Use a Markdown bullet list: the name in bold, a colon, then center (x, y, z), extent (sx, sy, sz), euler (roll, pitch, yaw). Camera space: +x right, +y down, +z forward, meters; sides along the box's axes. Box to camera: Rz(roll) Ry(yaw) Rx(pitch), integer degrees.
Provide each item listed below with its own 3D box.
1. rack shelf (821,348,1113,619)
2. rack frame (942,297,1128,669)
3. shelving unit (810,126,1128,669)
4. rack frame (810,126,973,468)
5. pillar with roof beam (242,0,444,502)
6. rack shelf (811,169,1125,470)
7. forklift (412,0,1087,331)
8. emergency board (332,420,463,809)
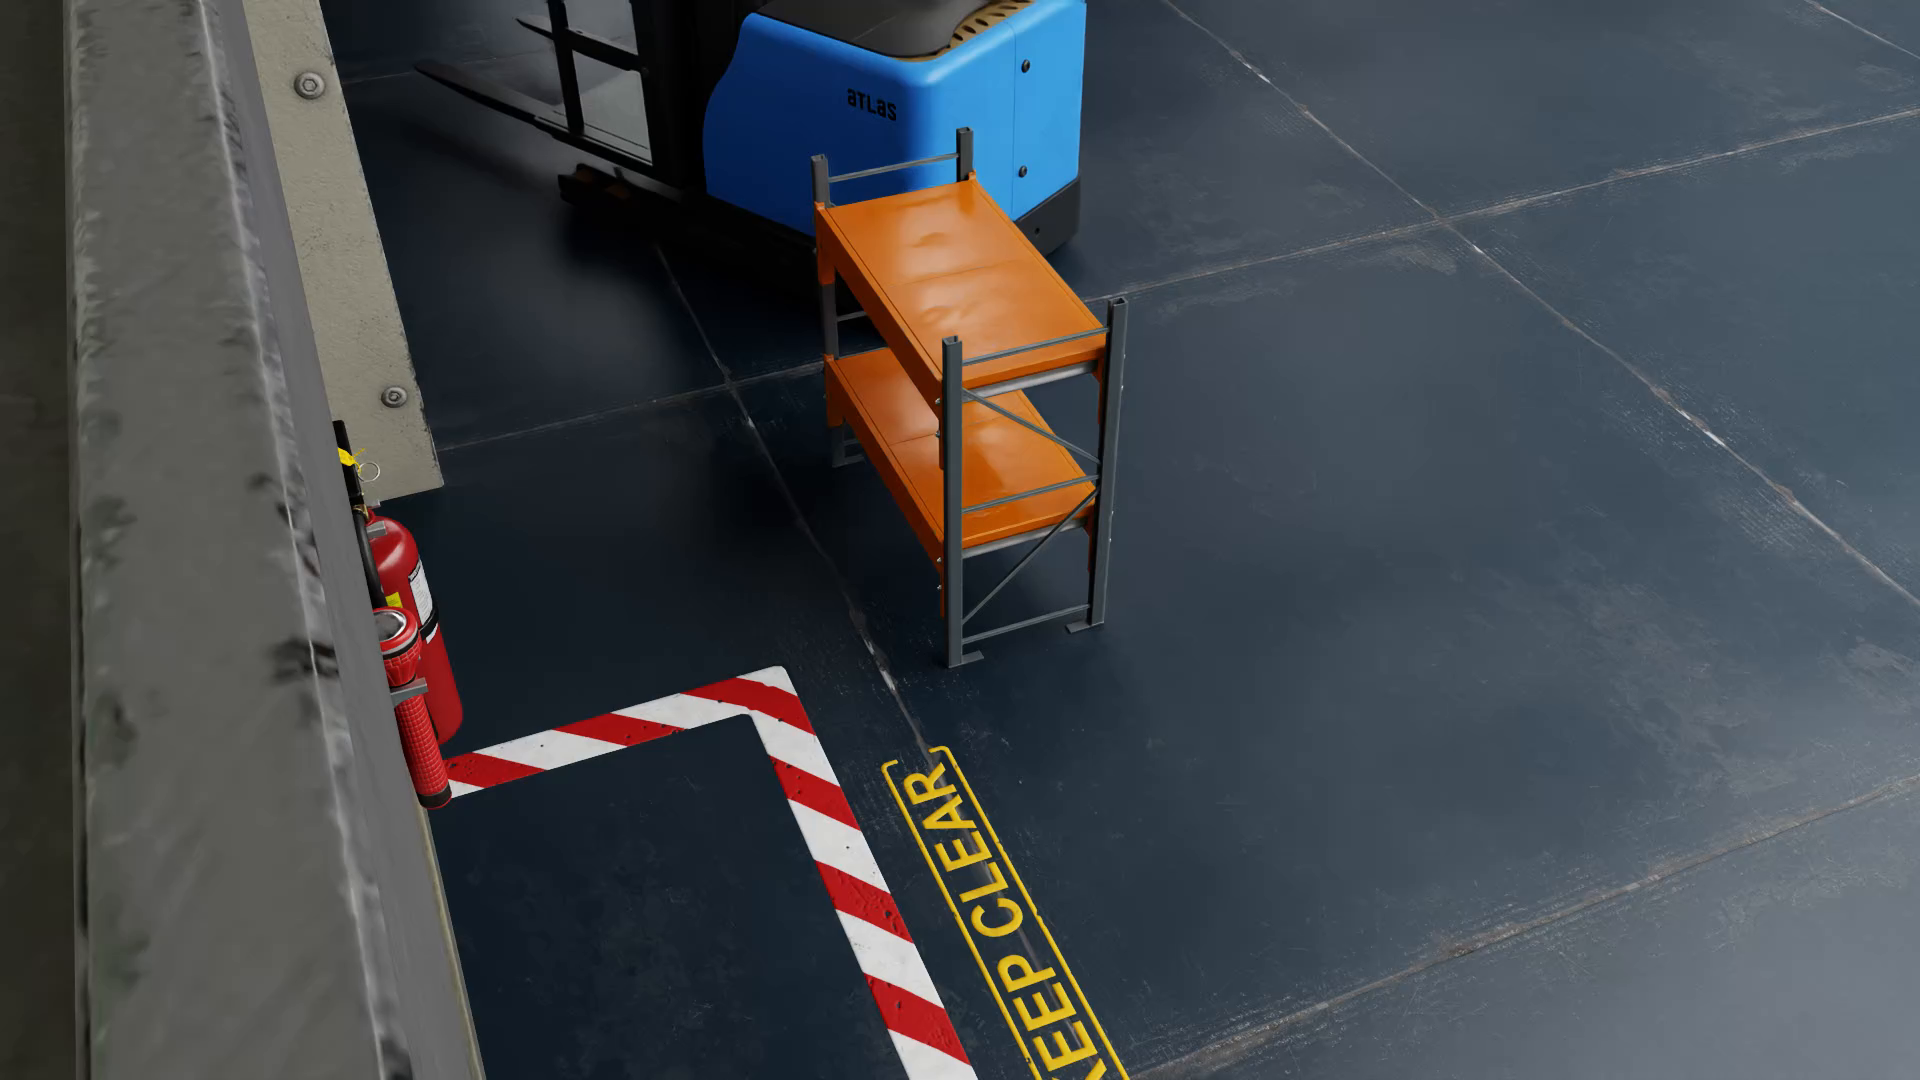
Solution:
- **rack shelf**: center (-0.003, -0.245, 5.047), extent (0.538, 0.278, 1.000), euler (-15, 43, -17)
- **rack frame**: center (0.192, -0.124, 4.532), extent (0.500, 1.125, 0.032), euler (-15, 43, -17)
- **shelving unit**: center (-0.003, -0.431, 4.888), extent (0.538, 1.125, 1.048), euler (-15, 43, -17)
- **rack frame**: center (-0.197, -0.737, 5.244), extent (0.500, 1.125, 0.032), euler (-15, 43, -17)
- **pillar with roof beam**: center (2.067, -4.745, 3.866), extent (9.100, 9.000, 0.400), euler (-15, 43, -17)
- **rack shelf**: center (-0.003, -0.652, 4.697), extent (0.538, 0.278, 1.000), euler (-15, 43, -17)
- **forklift**: center (-1.013, -2.628, 6.059), extent (3.031, 2.935, 1.130), euler (26, 47, 27)
- **emergency board**: center (-1.000, 0.102, 2.831), extent (0.194, 1.169, 0.643), euler (-15, 43, -17)
